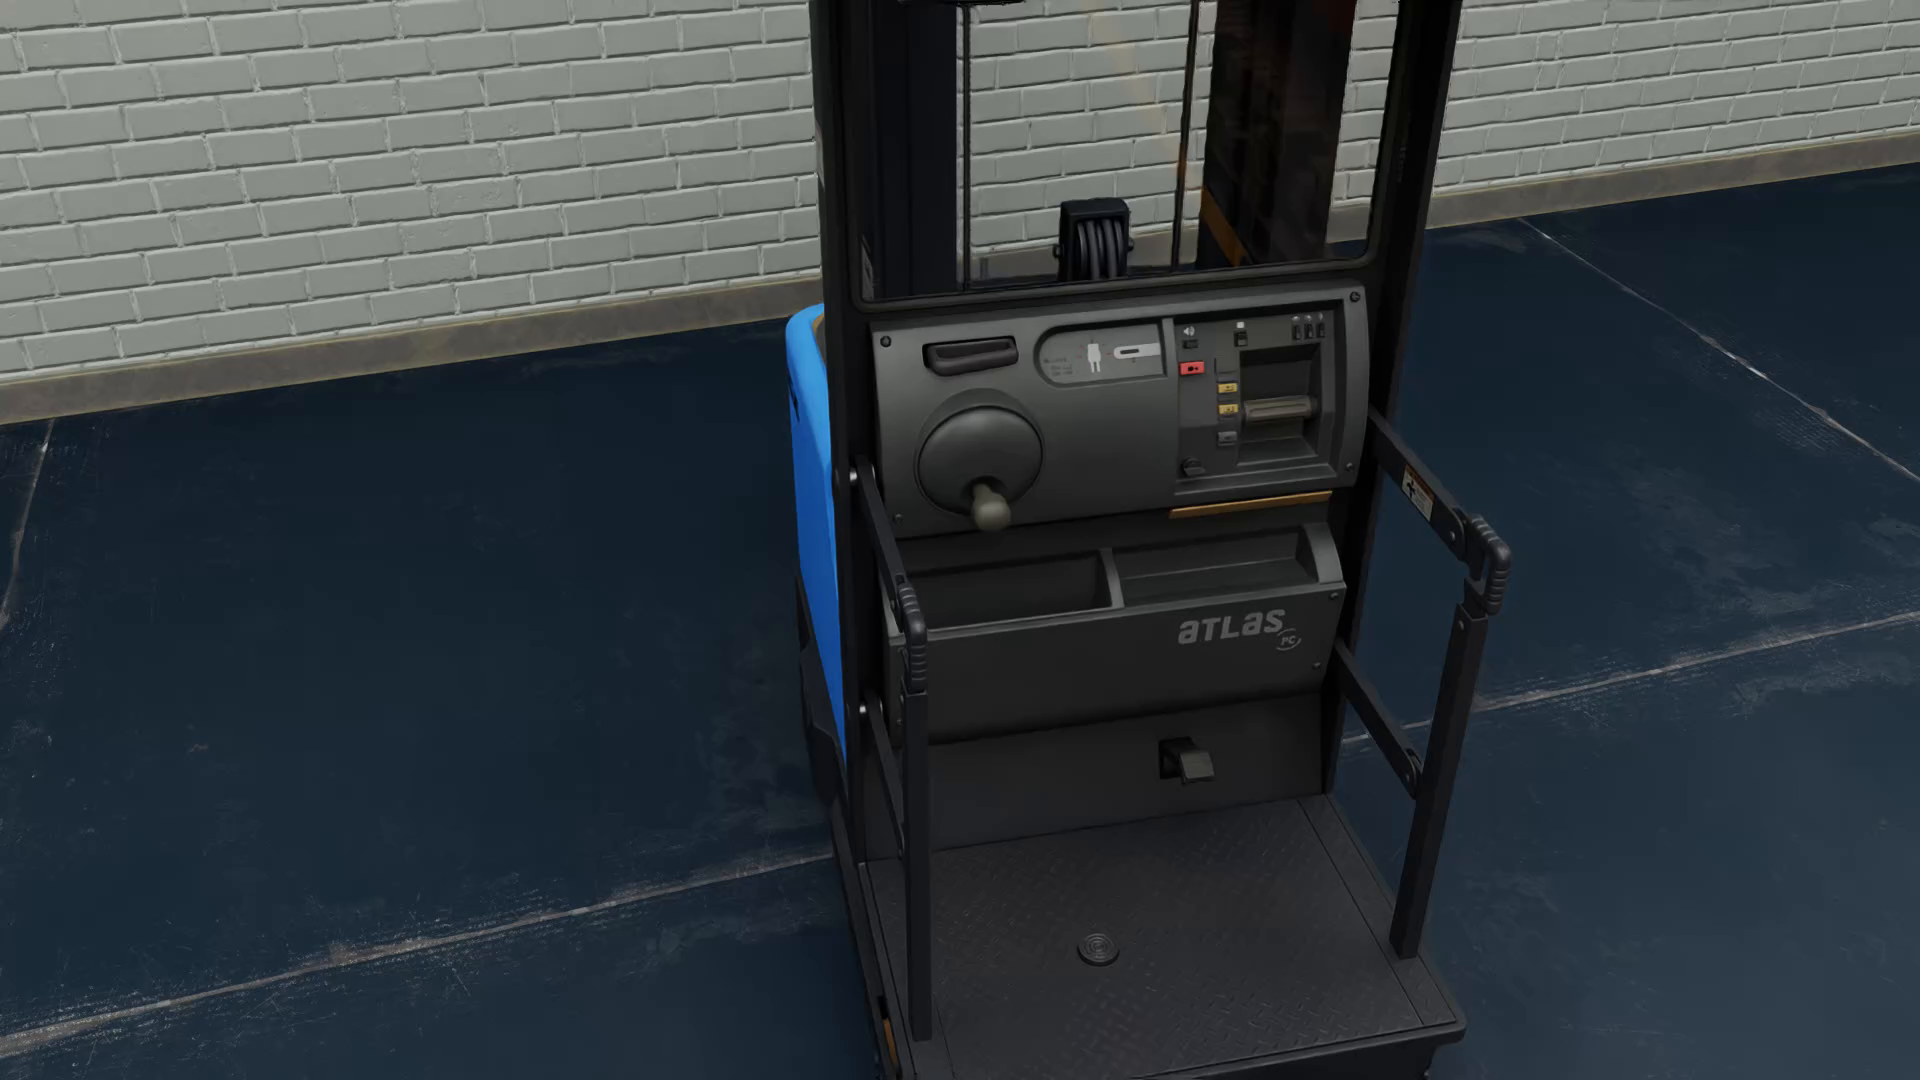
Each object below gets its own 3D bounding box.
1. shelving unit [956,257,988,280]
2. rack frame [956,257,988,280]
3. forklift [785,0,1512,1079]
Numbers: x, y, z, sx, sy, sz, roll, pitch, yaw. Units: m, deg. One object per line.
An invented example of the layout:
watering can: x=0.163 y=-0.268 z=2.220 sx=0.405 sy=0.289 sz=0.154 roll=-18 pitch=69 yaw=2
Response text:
shelving unit: x=-0.002 y=-0.380 z=5.008 sx=0.258 sy=0.900 sz=0.210 roll=-10 pitch=35 yaw=-15
rack frame: x=-0.033 y=-0.433 z=5.089 sx=0.240 sy=0.900 sz=0.006 roll=-10 pitch=35 yaw=-15
forklift: x=0.352 y=-0.185 z=2.871 sx=1.130 sy=2.935 sz=3.031 roll=-7 pitch=34 yaw=-10
